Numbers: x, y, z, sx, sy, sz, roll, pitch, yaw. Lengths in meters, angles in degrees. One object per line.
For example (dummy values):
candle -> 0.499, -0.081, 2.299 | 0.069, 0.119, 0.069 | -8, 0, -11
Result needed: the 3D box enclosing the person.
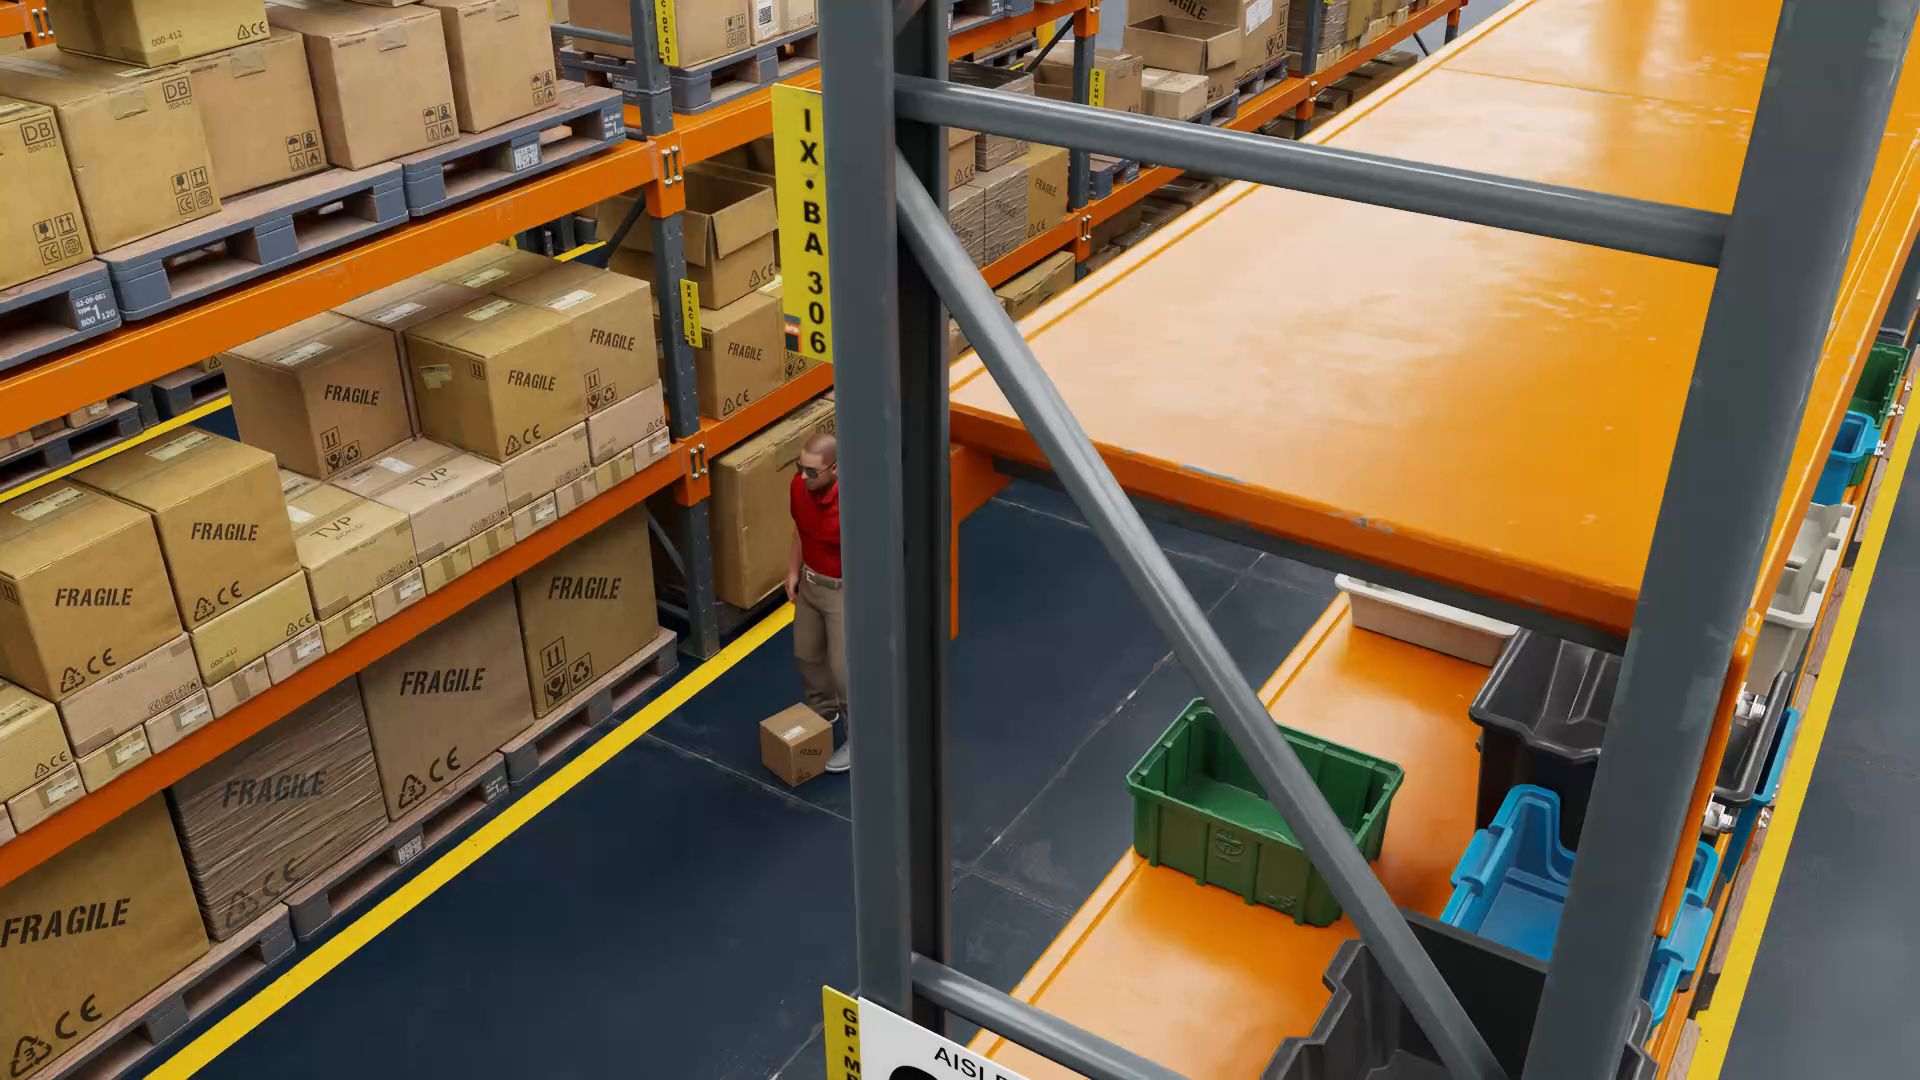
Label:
person -> -0.595, 0.257, 7.762 | 0.601, 1.726, 0.399 | 26, 39, 37
